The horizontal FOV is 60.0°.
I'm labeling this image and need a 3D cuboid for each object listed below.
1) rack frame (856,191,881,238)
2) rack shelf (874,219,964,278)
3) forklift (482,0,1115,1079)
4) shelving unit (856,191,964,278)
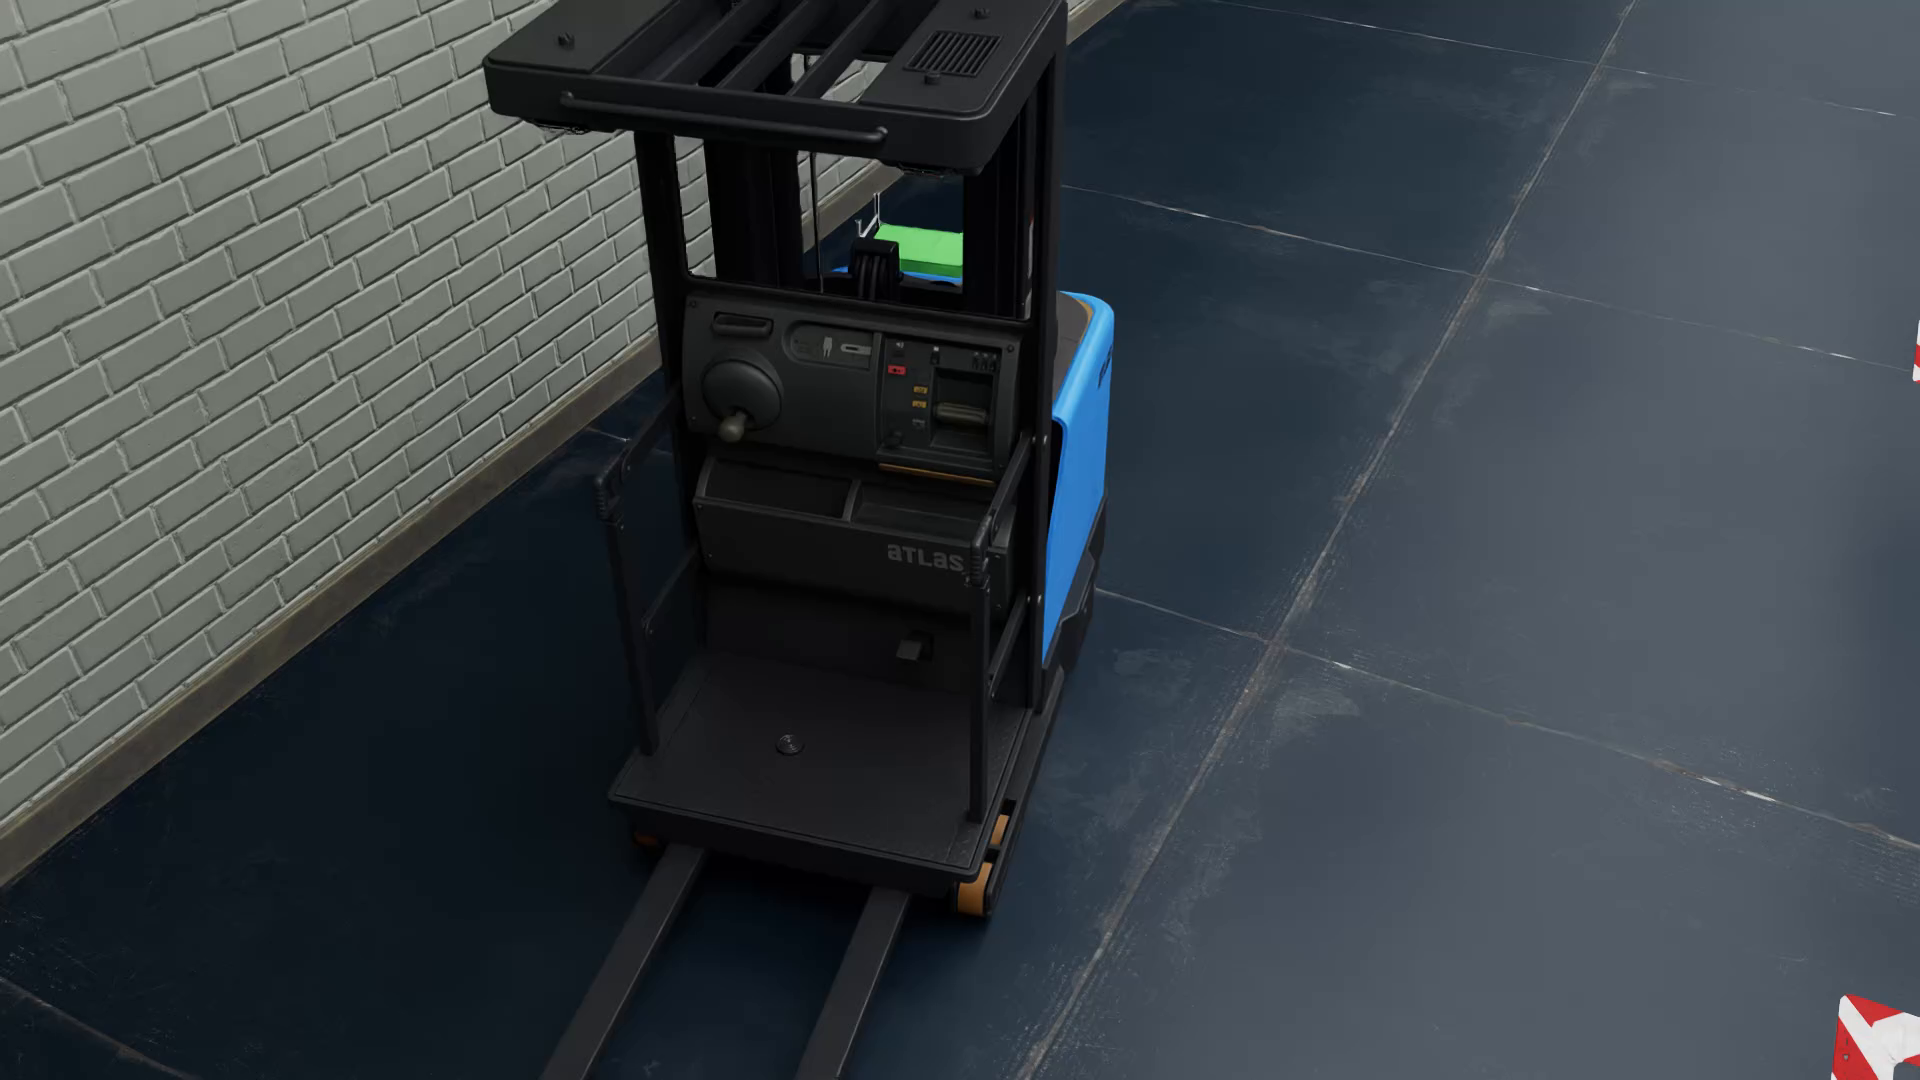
[{"bbox_3d":[-0.320,-0.688,6.164,0.015,1.200,0.240,9,38,12],"label":"rack frame"},{"bbox_3d":[-0.085,-0.981,5.862,0.480,0.148,0.258,9,38,12],"label":"rack shelf"},{"bbox_3d":[-0.356,-0.344,4.279,1.130,2.935,3.031,9,38,12],"label":"forklift"},{"bbox_3d":[-0.085,-0.650,6.114,0.503,1.200,0.258,9,38,12],"label":"shelving unit"}]
